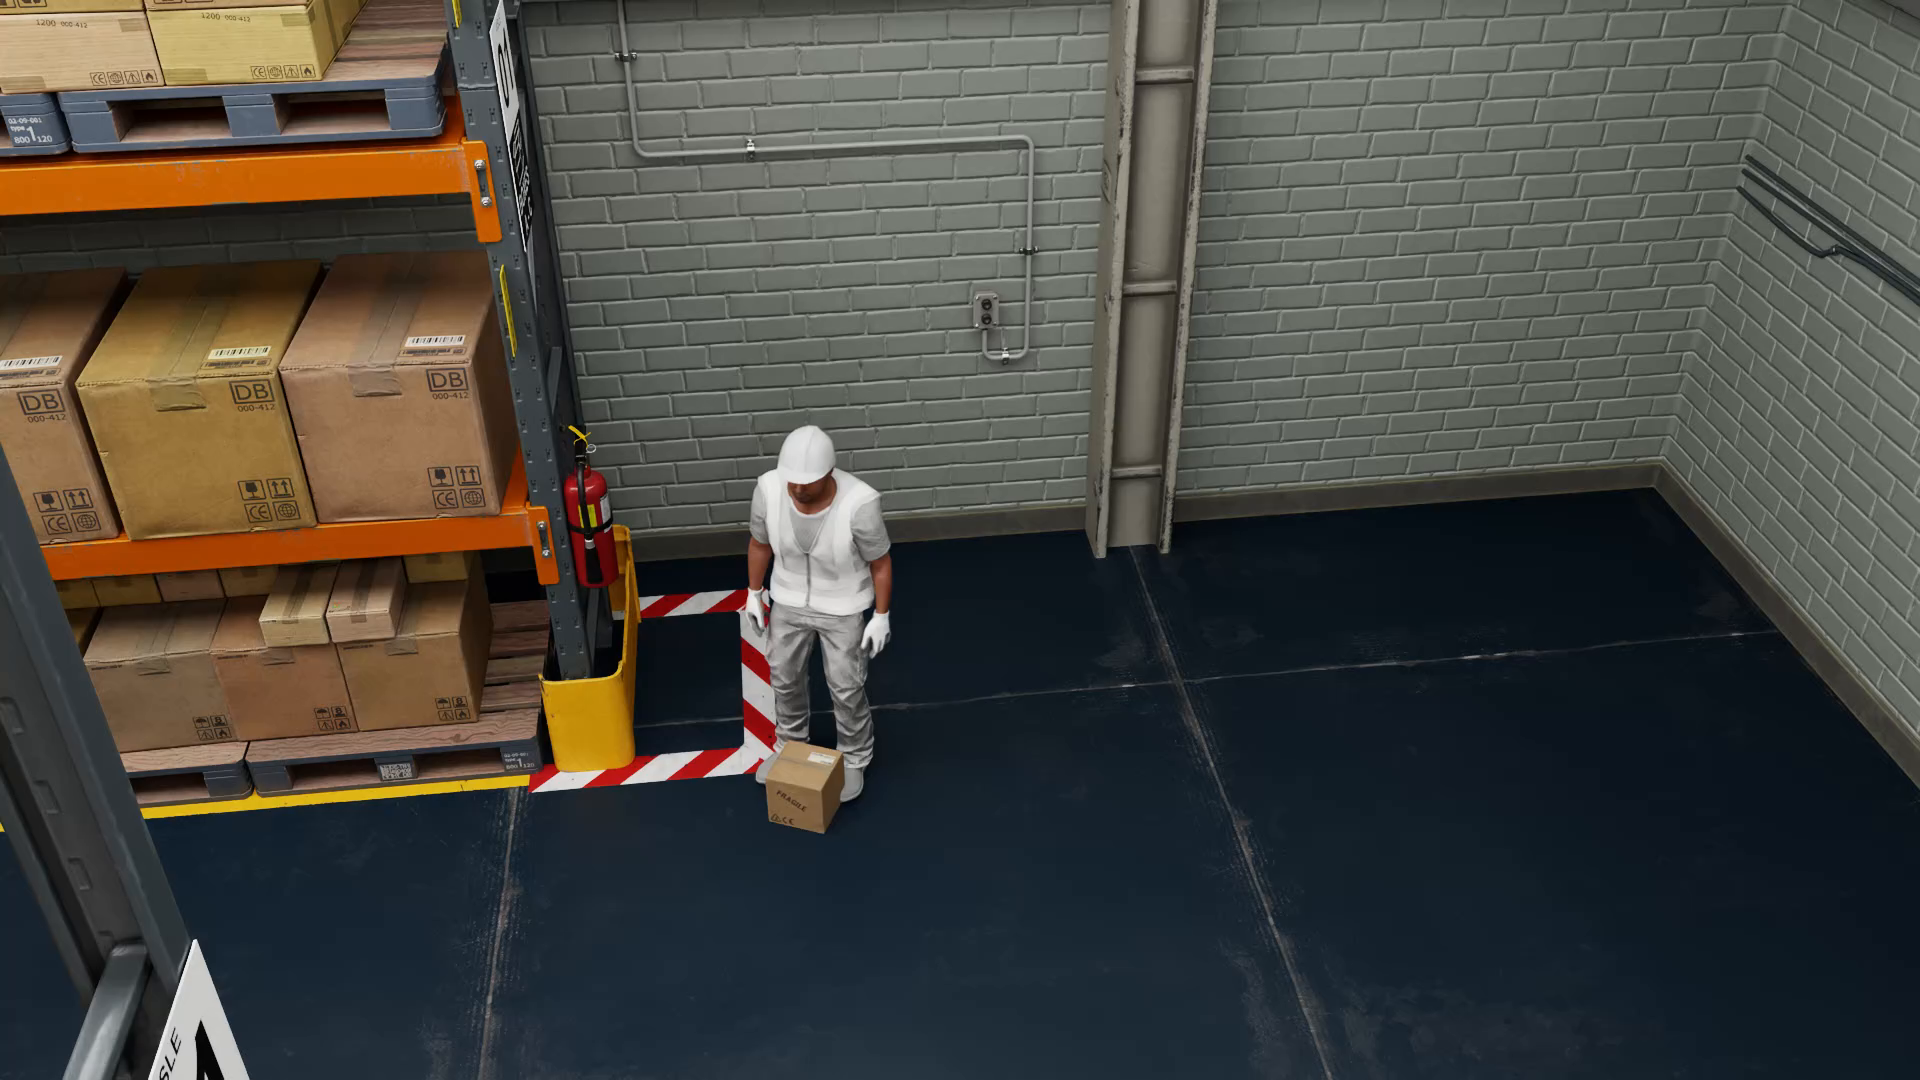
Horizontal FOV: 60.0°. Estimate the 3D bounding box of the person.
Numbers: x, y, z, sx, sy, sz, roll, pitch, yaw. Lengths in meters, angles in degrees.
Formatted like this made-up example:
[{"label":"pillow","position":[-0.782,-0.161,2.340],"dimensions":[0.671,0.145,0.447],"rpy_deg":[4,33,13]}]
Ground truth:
[{"label":"person","position":[-0.577,0.282,6.726],"dimensions":[0.616,1.772,0.452],"rpy_deg":[10,36,14]}]
